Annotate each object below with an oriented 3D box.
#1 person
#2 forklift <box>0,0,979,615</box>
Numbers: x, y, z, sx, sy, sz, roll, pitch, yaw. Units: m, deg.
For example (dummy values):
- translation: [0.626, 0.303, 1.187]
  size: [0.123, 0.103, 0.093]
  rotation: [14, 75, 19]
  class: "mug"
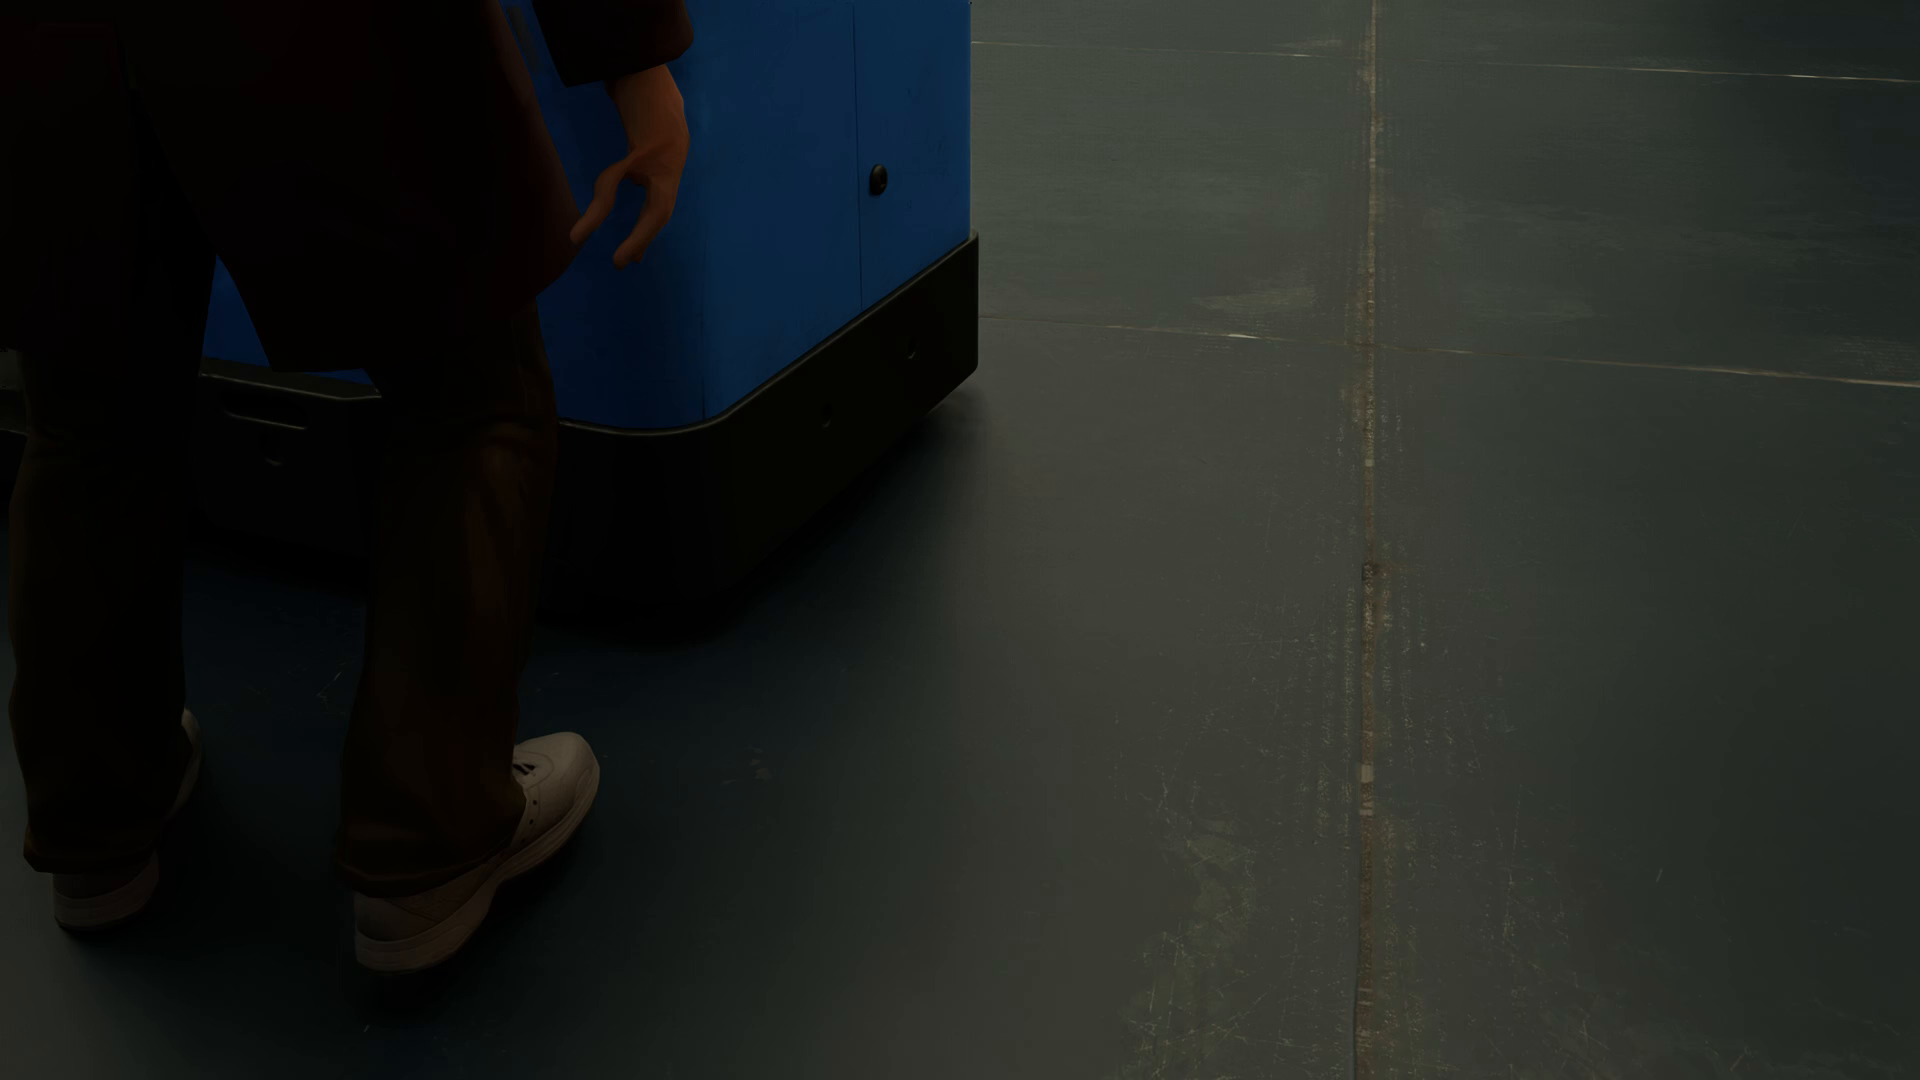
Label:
- translation: [-0.617, -0.428, 1.403]
  size: [0.817, 1.753, 0.453]
  rotation: [2, 27, 3]
  class: "person"
- translation: [-1.536, -1.624, 2.464]
  size: [3.031, 2.935, 1.130]
  rotation: [10, 29, 20]
  class: "forklift"
